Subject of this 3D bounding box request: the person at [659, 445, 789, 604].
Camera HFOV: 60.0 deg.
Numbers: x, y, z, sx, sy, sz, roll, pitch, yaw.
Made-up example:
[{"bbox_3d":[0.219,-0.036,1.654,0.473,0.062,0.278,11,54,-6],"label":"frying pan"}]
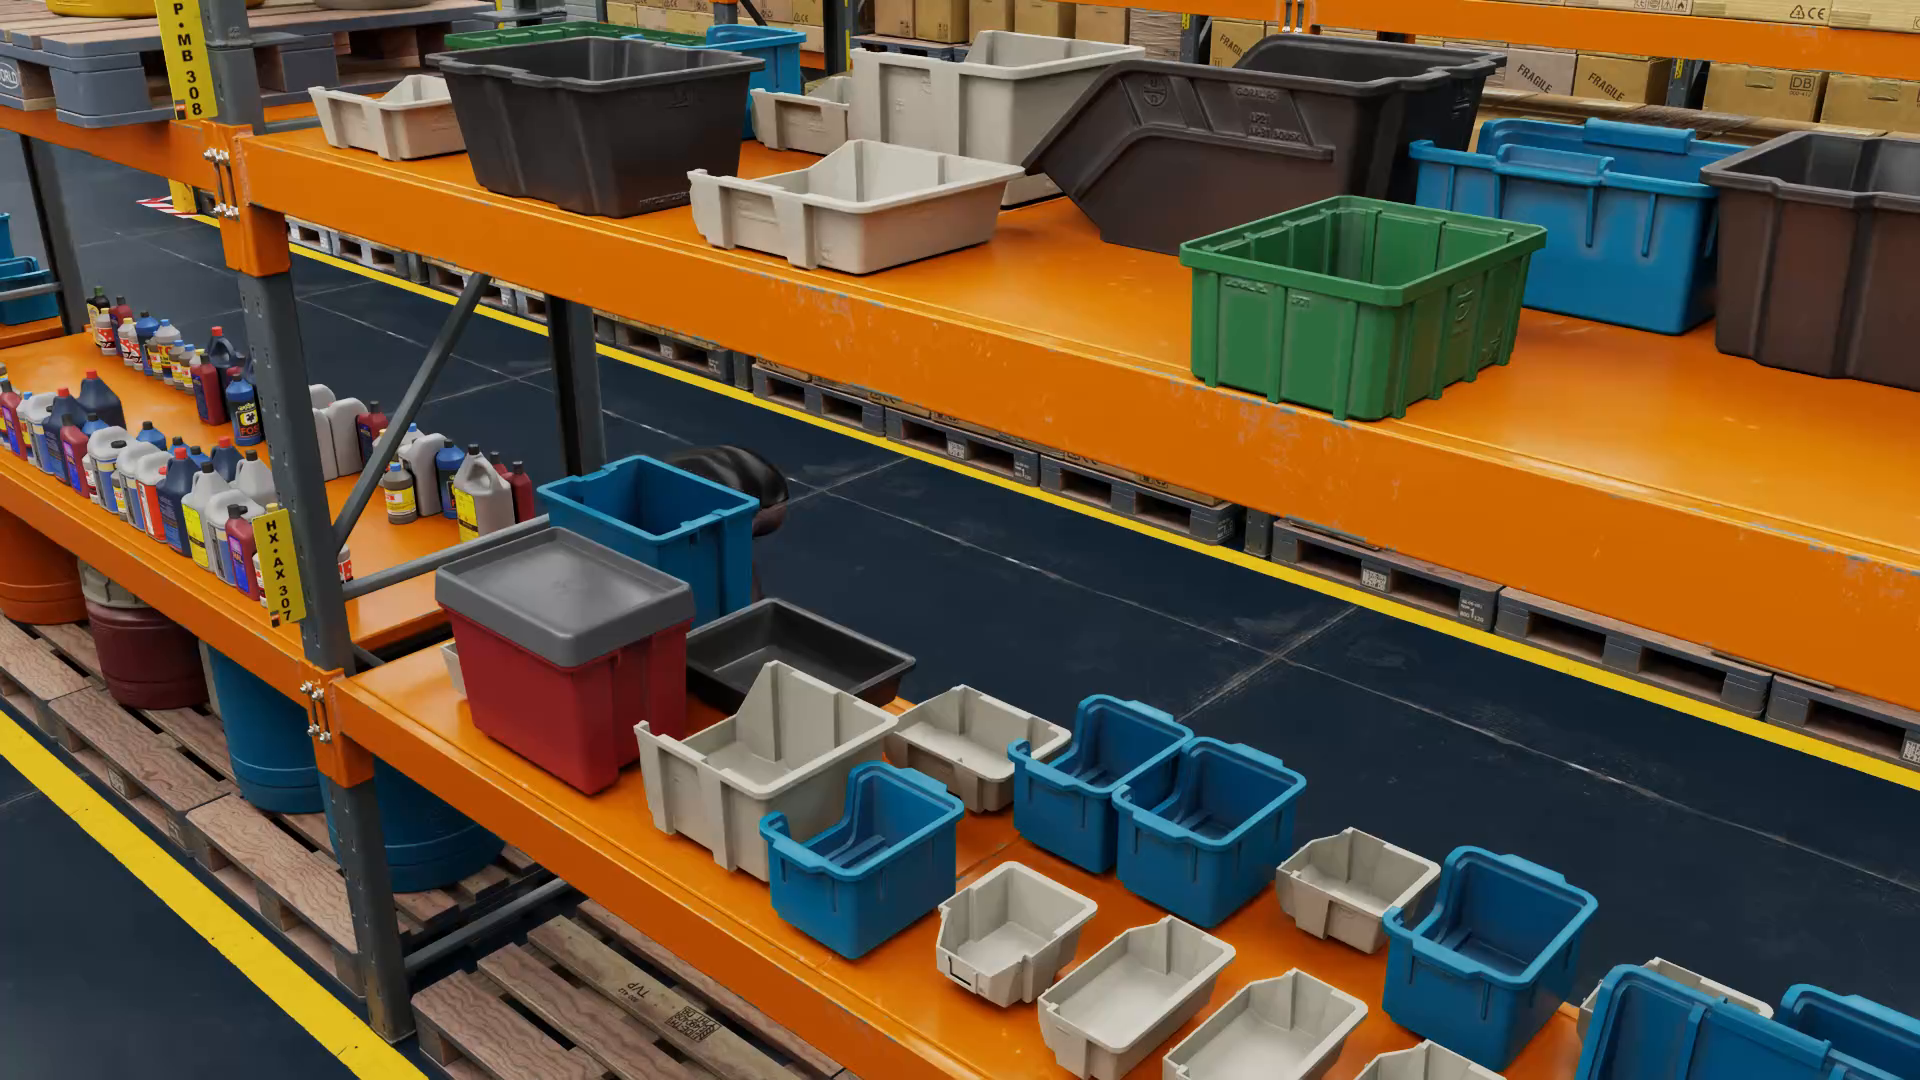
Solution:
[{"bbox_3d":[-1.215,-0.012,7.685,0.947,0.899,0.519,18,30,35],"label":"person"}]
